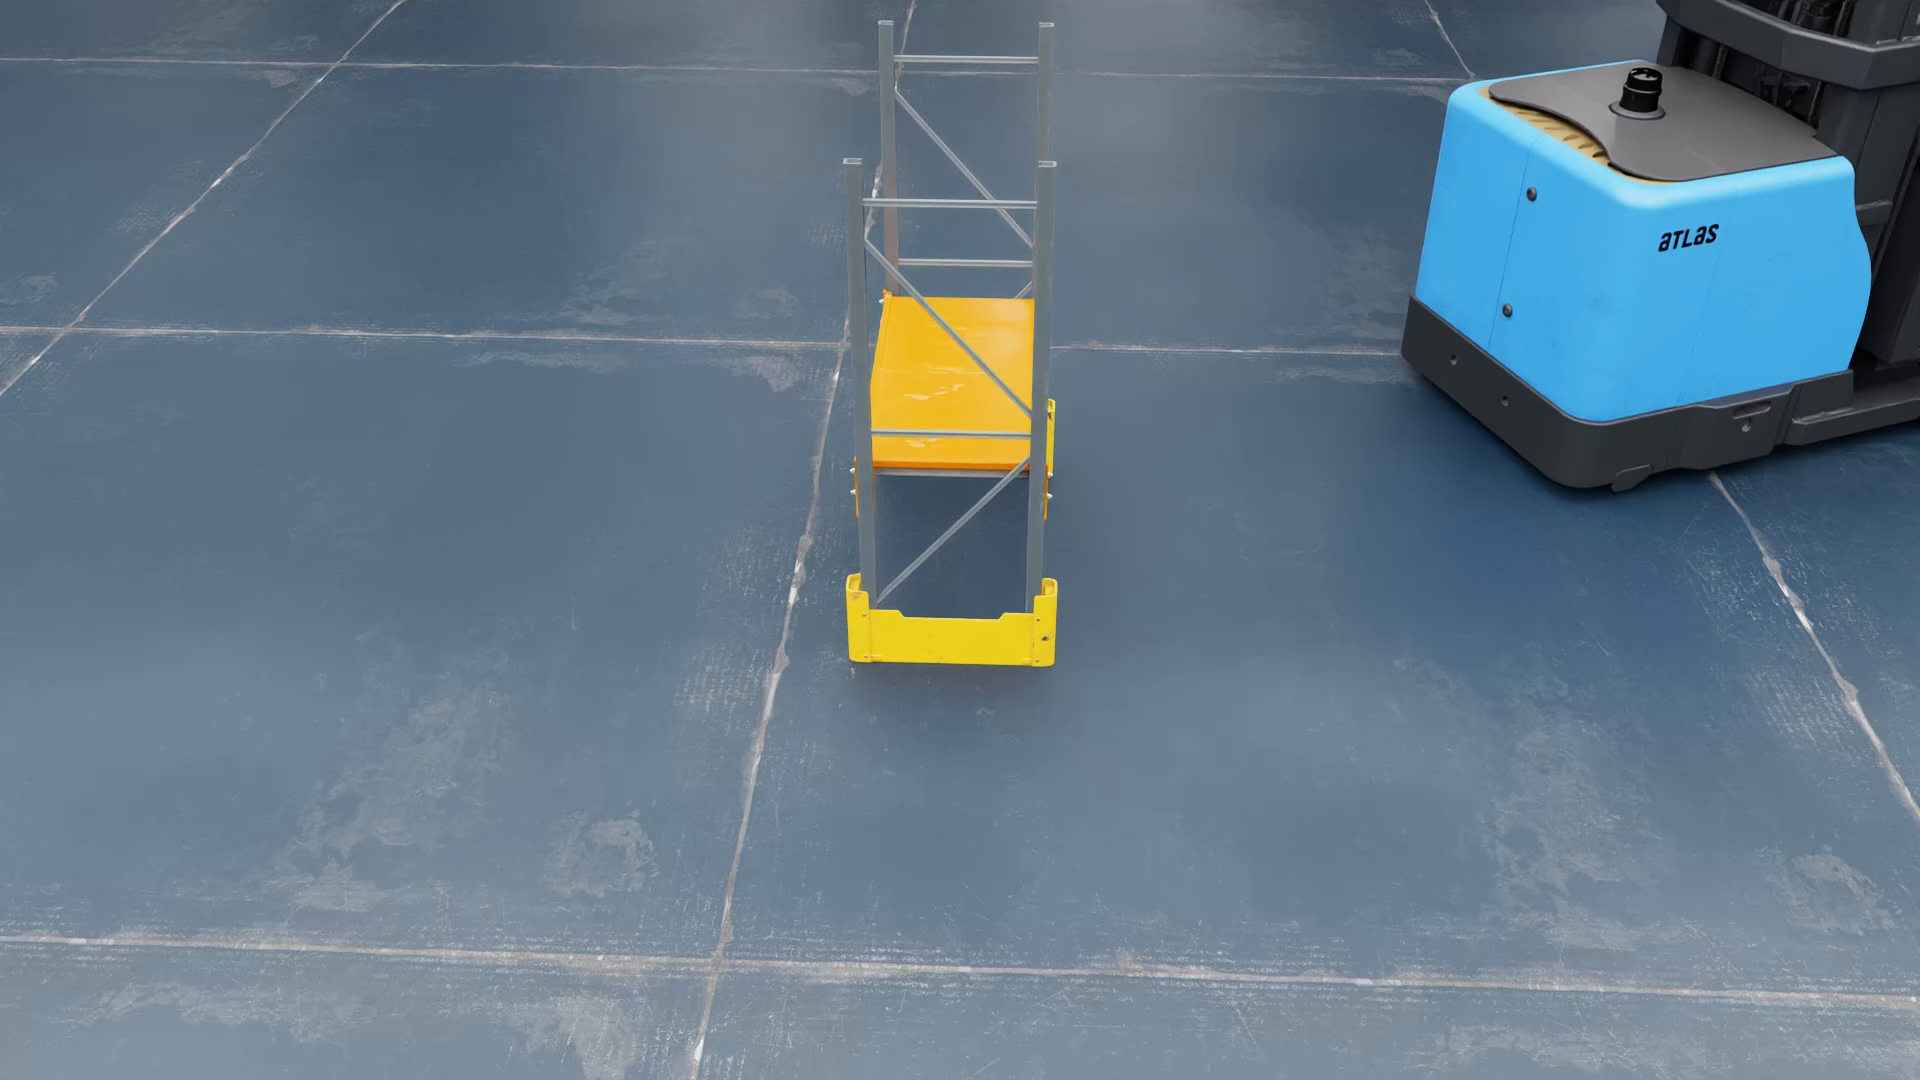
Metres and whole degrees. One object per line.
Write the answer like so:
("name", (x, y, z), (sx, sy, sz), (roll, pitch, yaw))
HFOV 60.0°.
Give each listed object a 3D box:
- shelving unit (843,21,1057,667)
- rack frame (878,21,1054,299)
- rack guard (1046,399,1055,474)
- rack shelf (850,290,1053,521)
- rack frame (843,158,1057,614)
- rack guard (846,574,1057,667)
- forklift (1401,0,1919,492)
("shelving unit", (-0.003, -0.570, 4.756), (0.587, 1.500, 1.083), (1, 35, 2))
("rack frame", (0.017, -0.857, 5.165), (0.500, 1.500, 0.032), (1, 35, 2))
("rack guard", (0.017, -0.345, 5.523), (0.587, 0.250, 0.087), (1, 35, 2))
("rack shelf", (-0.003, -0.417, 4.852), (0.538, 0.185, 1.000), (1, 35, 2))
("rack frame", (-0.024, -0.273, 4.333), (0.500, 1.500, 0.032), (1, 35, 2))
("rack guard", (-0.023, 0.228, 4.709), (0.587, 0.250, 0.087), (1, 35, 2))
("forklift", (3.189, -1.873, 5.366), (3.031, 2.935, 1.130), (-12, 37, -16))
